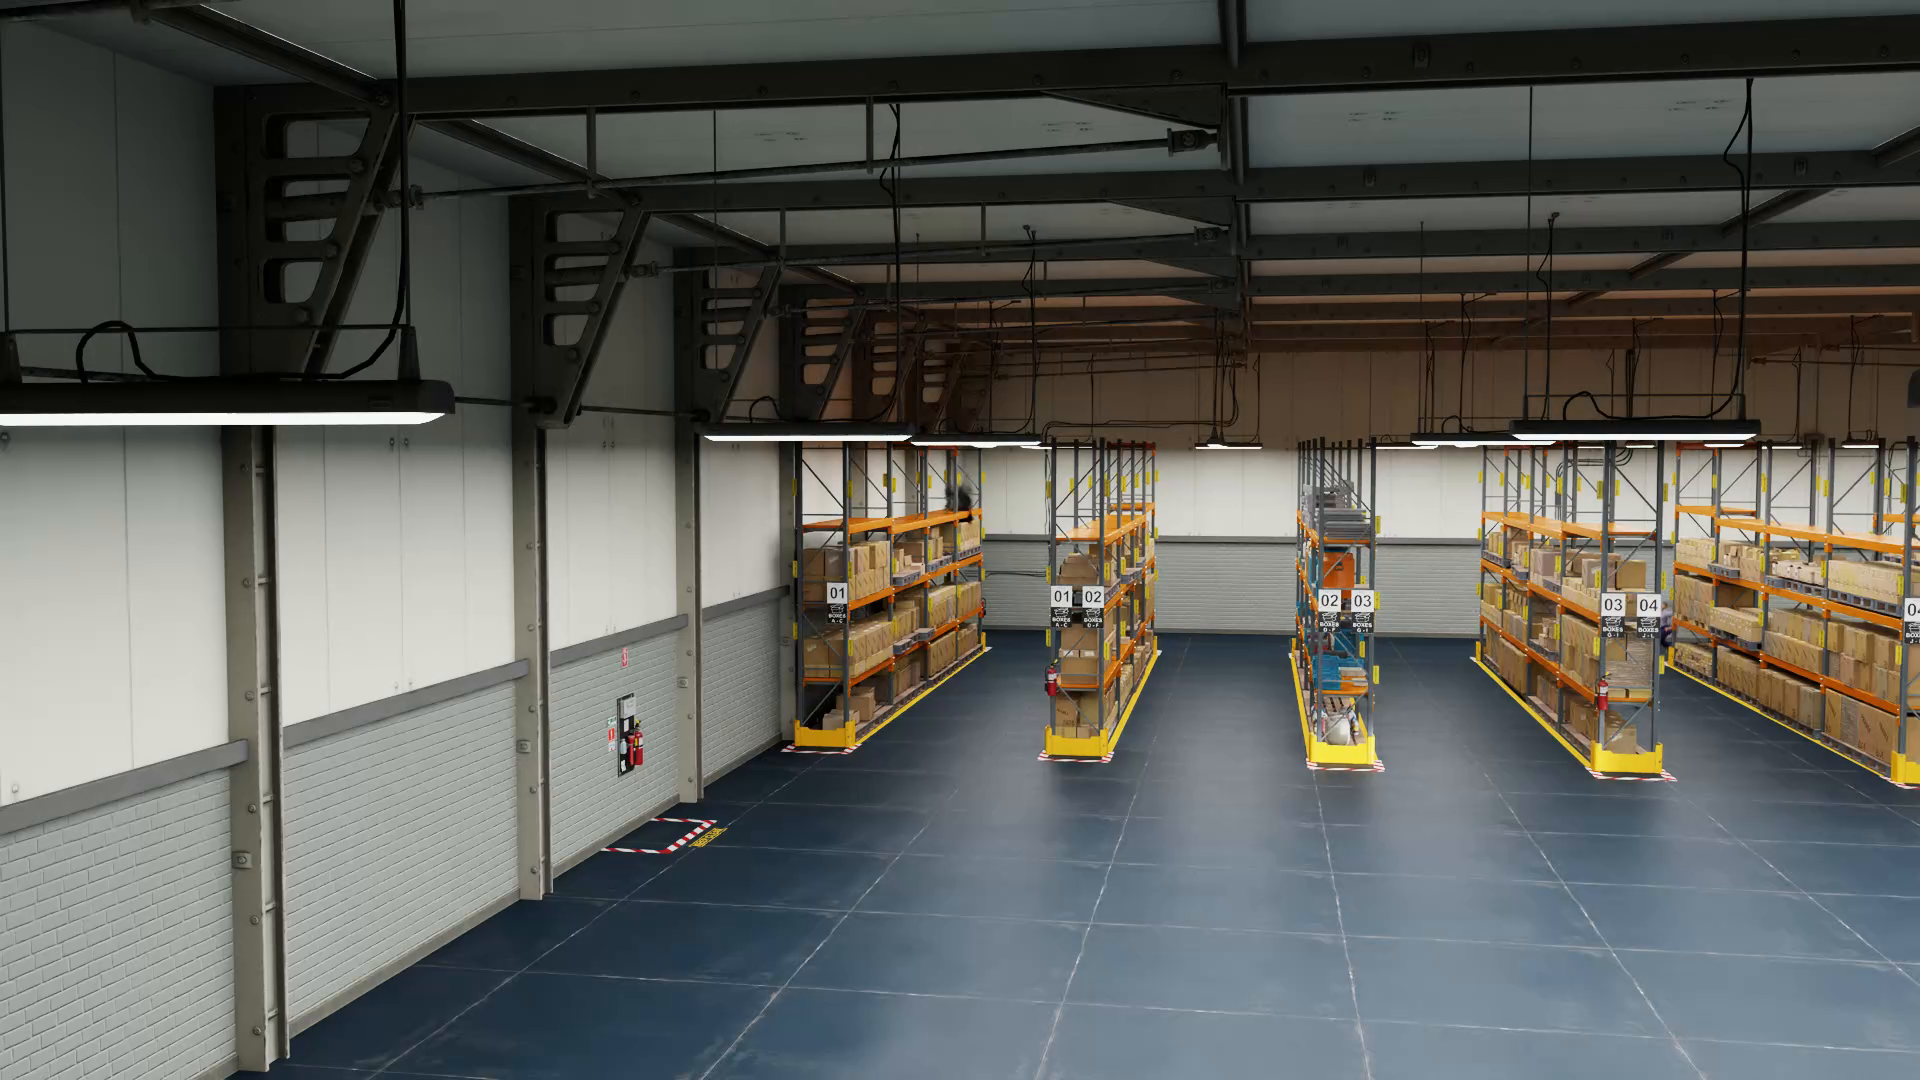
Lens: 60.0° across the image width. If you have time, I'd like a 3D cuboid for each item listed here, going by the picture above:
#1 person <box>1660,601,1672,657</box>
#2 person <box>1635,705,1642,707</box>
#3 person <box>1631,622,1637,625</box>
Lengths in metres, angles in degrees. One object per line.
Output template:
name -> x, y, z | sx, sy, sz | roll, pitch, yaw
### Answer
person -> 19.353, 2.490, 45.714 | 0.861, 1.634, 0.700 | 0, 3, -2
person -> 15.271, 2.829, 37.483 | 0.657, 1.757, 0.952 | 1, 3, 11
person -> 17.462, 2.600, 42.864 | 0.579, 1.660, 0.866 | 1, 3, 20
